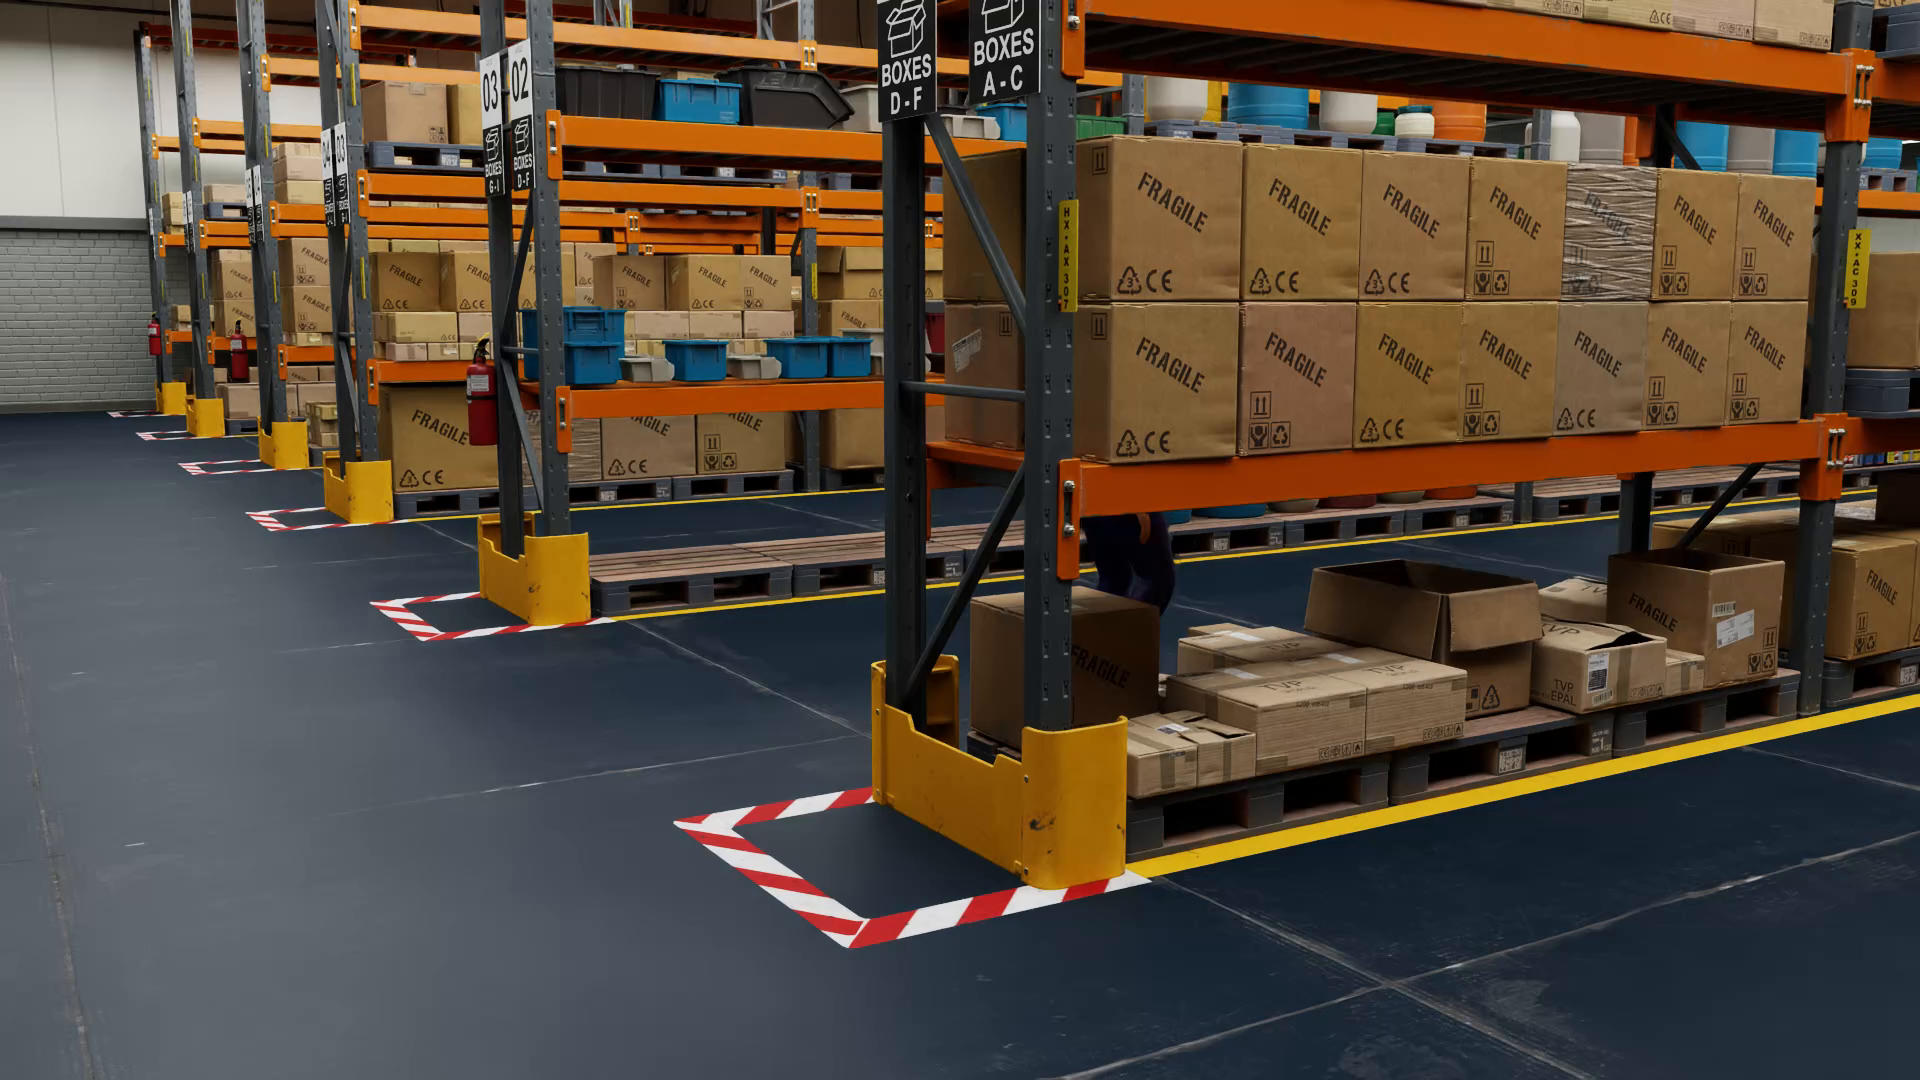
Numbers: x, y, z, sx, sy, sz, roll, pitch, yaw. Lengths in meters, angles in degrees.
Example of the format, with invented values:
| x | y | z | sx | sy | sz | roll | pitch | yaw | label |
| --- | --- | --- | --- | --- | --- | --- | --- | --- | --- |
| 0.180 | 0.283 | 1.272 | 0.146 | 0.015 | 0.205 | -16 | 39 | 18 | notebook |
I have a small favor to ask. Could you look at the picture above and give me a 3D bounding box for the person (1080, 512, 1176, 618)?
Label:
| x | y | z | sx | sy | sz | roll | pitch | yaw | label |
| --- | --- | --- | --- | --- | --- | --- | --- | --- | --- |
| 0.785 | -0.123 | 7.765 | 0.439 | 1.714 | 0.522 | -4 | 9 | -28 | person |
